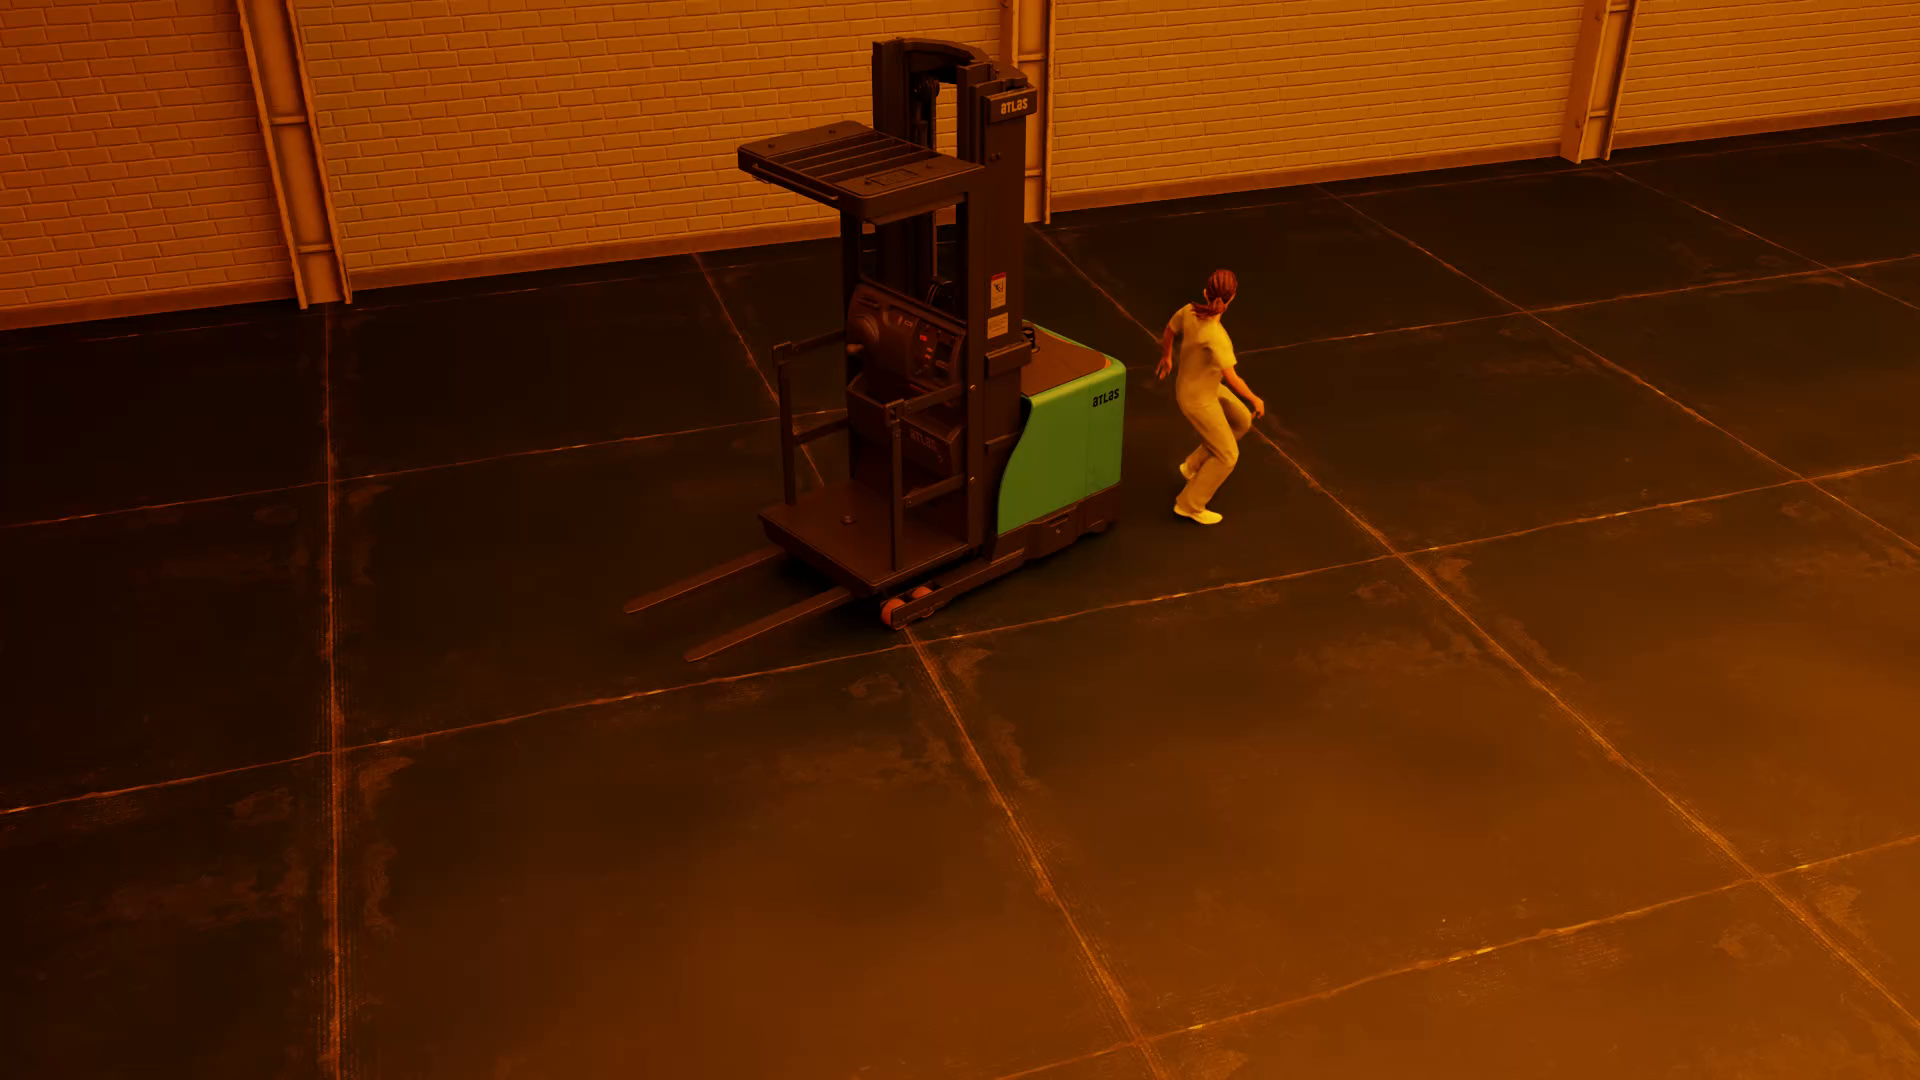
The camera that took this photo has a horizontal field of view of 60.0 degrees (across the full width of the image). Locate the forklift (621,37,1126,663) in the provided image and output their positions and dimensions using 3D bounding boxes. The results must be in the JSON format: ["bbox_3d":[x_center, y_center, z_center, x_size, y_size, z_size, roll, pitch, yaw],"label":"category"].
[{"bbox_3d":[-0.461,-1.072,8.951,3.031,2.935,1.130,-23,37,-34],"label":"forklift"}]

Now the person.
[{"bbox_3d":[1.500,-0.881,9.976,0.607,1.580,0.661,1,30,2],"label":"person"}]
